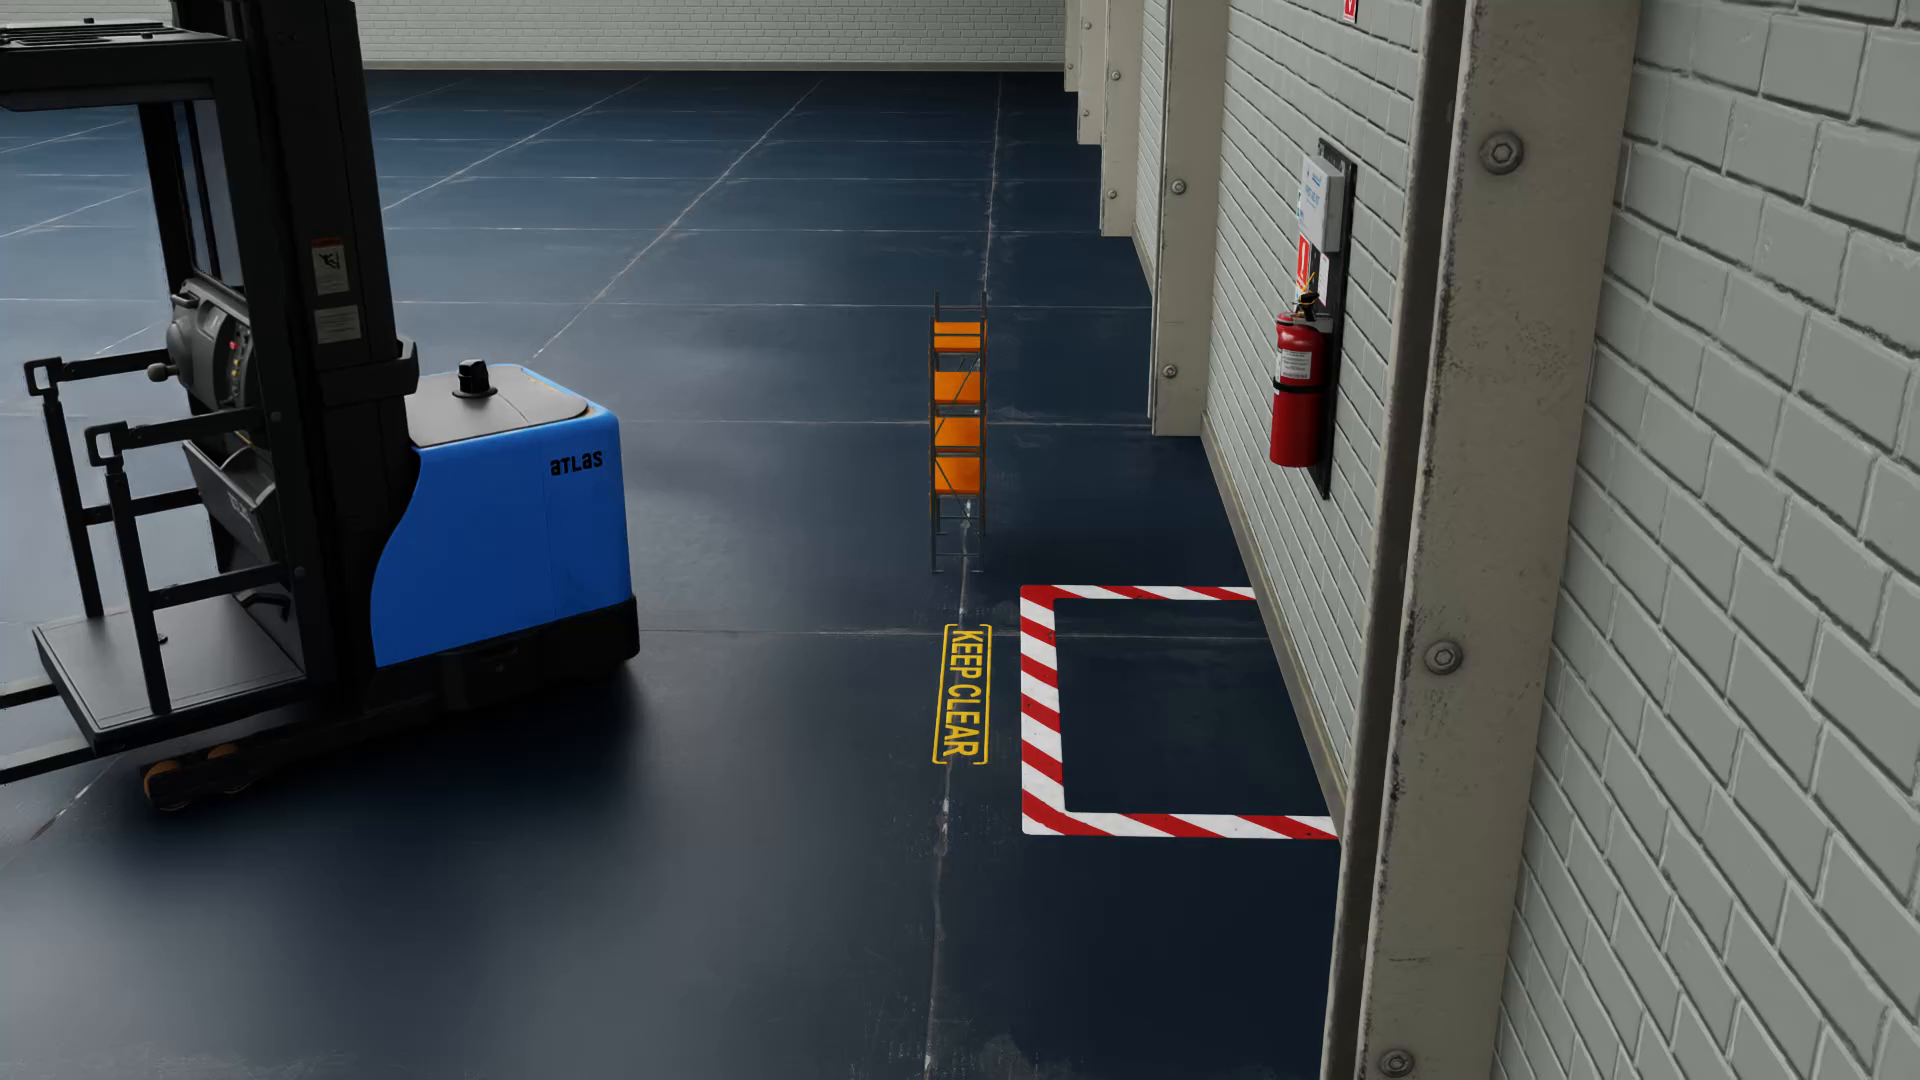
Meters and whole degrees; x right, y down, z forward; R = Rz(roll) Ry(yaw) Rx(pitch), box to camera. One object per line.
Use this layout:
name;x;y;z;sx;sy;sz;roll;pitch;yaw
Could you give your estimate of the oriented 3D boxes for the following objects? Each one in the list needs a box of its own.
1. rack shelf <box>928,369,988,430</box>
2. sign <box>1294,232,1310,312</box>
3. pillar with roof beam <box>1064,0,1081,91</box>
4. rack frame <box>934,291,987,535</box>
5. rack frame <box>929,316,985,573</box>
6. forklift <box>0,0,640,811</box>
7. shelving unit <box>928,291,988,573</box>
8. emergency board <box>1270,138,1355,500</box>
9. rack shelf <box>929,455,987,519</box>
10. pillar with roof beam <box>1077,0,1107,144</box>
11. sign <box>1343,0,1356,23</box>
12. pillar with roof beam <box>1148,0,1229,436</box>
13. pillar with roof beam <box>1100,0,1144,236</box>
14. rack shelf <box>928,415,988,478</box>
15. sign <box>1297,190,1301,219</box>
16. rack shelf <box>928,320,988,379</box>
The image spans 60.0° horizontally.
rack shelf;-0.005;-0.645;7.601;0.258;0.148;0.480;1;21;2
sign;1.323;-1.011;6.438;0.001;0.329;0.234;1;21;2
pillar with roof beam;-2.484;-11.424;25.032;9.100;9.000;0.400;1;21;2
rack frame;0.002;-0.588;7.885;0.240;1.200;0.015;1;21;2
rack frame;-0.012;-0.411;7.430;0.240;1.200;0.015;1;21;2
forklift;-2.765;-0.662;5.682;3.031;2.935;1.130;-16;26;-35
shelving unit;-0.005;-0.500;7.658;0.258;1.200;0.503;1;21;2
emergency board;1.203;-0.795;5.932;0.194;1.169;0.643;1;21;2
rack shelf;-0.005;-0.252;7.754;0.258;0.148;0.480;1;21;2
pillar with roof beam;-2.666;-9.255;19.441;9.100;9.000;0.400;1;21;2
sign;1.302;-1.878;5.518;0.001;0.298;0.199;1;21;2
pillar with roof beam;-3.031;-4.916;8.259;9.100;9.000;0.400;1;21;2
pillar with roof beam;-2.849;-7.085;13.850;9.100;9.000;0.400;1;21;2
rack shelf;-0.005;-0.437;7.682;0.258;0.148;0.480;1;21;2
sign;1.313;-1.256;6.338;0.001;0.109;0.331;1;21;2
rack shelf;-0.005;-0.866;7.515;0.258;0.148;0.480;1;21;2
